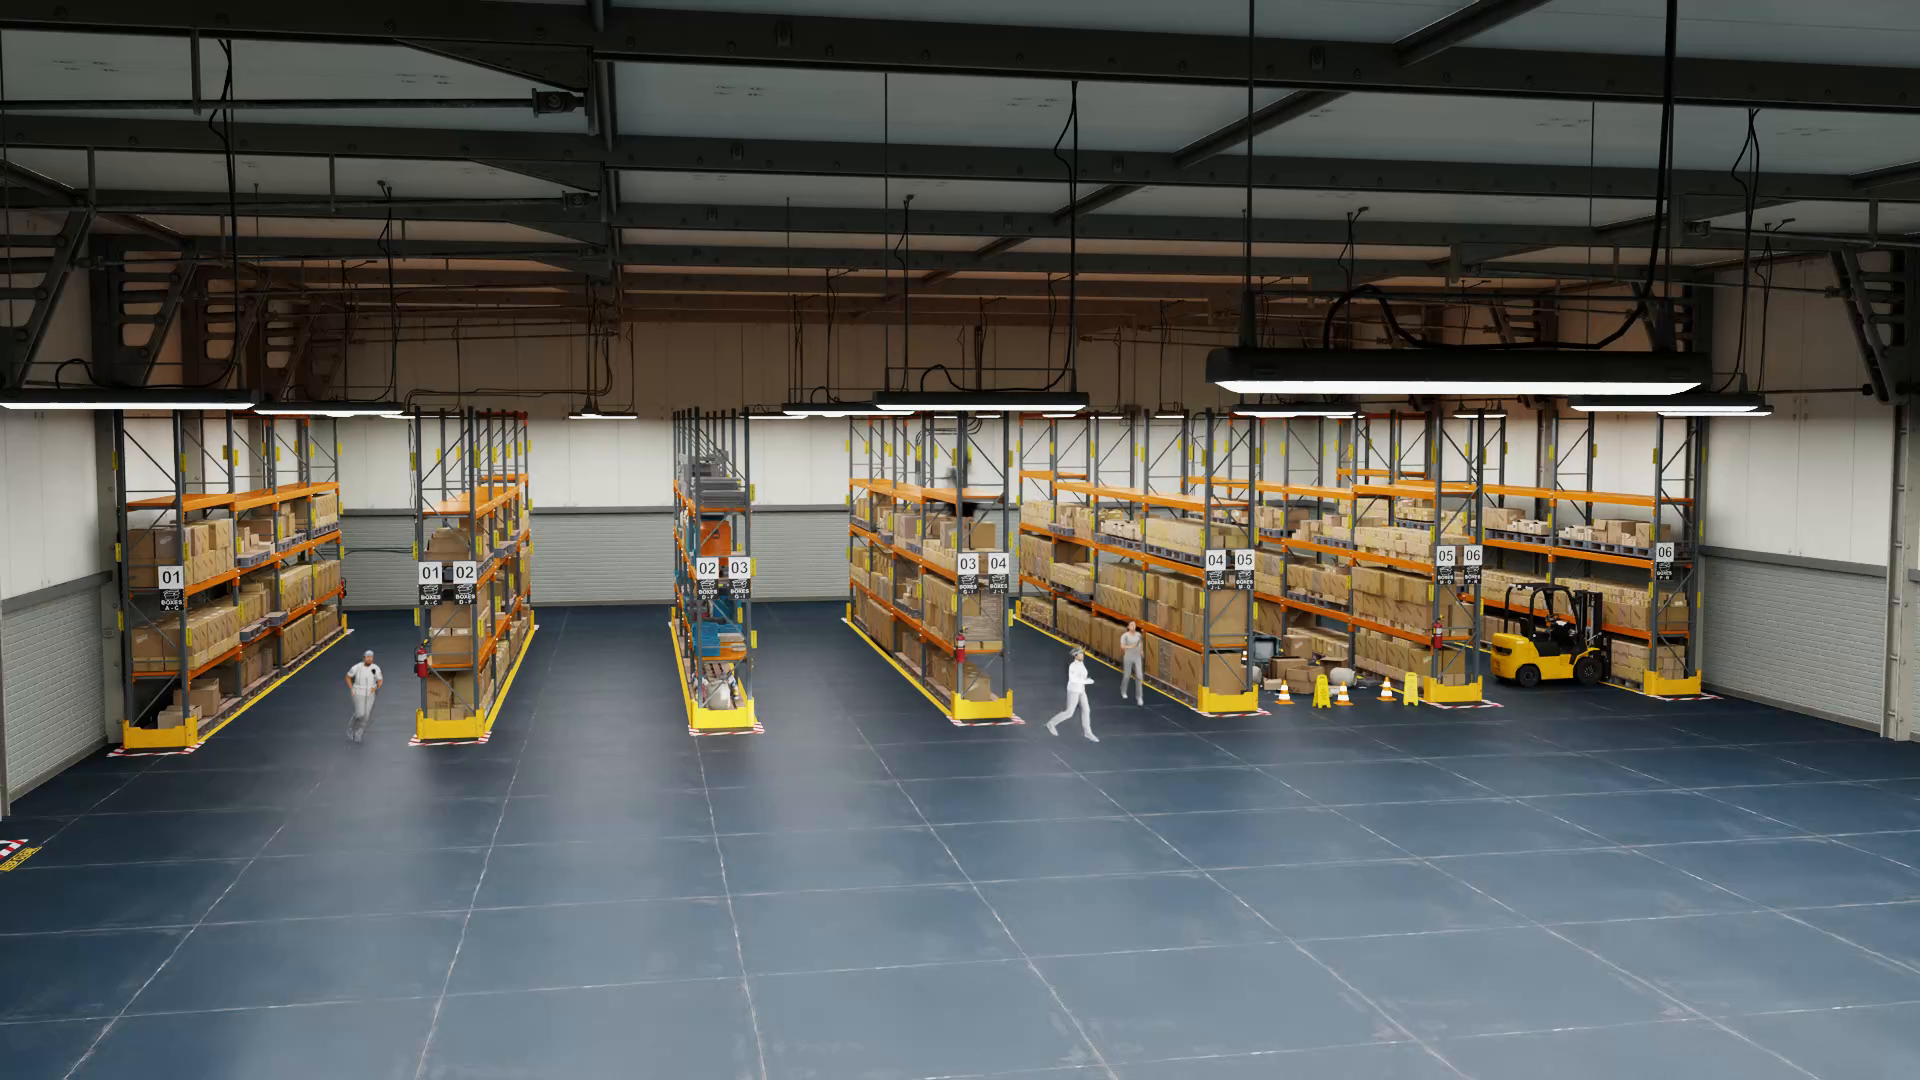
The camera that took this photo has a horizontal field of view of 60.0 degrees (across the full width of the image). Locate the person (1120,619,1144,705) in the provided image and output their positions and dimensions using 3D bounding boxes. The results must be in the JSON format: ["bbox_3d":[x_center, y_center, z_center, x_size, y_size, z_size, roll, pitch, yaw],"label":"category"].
[{"bbox_3d":[3.508,2.458,33.887,0.551,1.691,0.908,-1,4,-12],"label":"person"}]

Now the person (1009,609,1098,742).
[{"bbox_3d":[1.642,2.490,30.875,2.480,2.100,2.048,2,4,25],"label":"person"}]

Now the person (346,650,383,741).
[{"bbox_3d":[-10.683,2.799,29.858,0.638,1.619,0.517,-3,5,-35],"label":"person"}]
